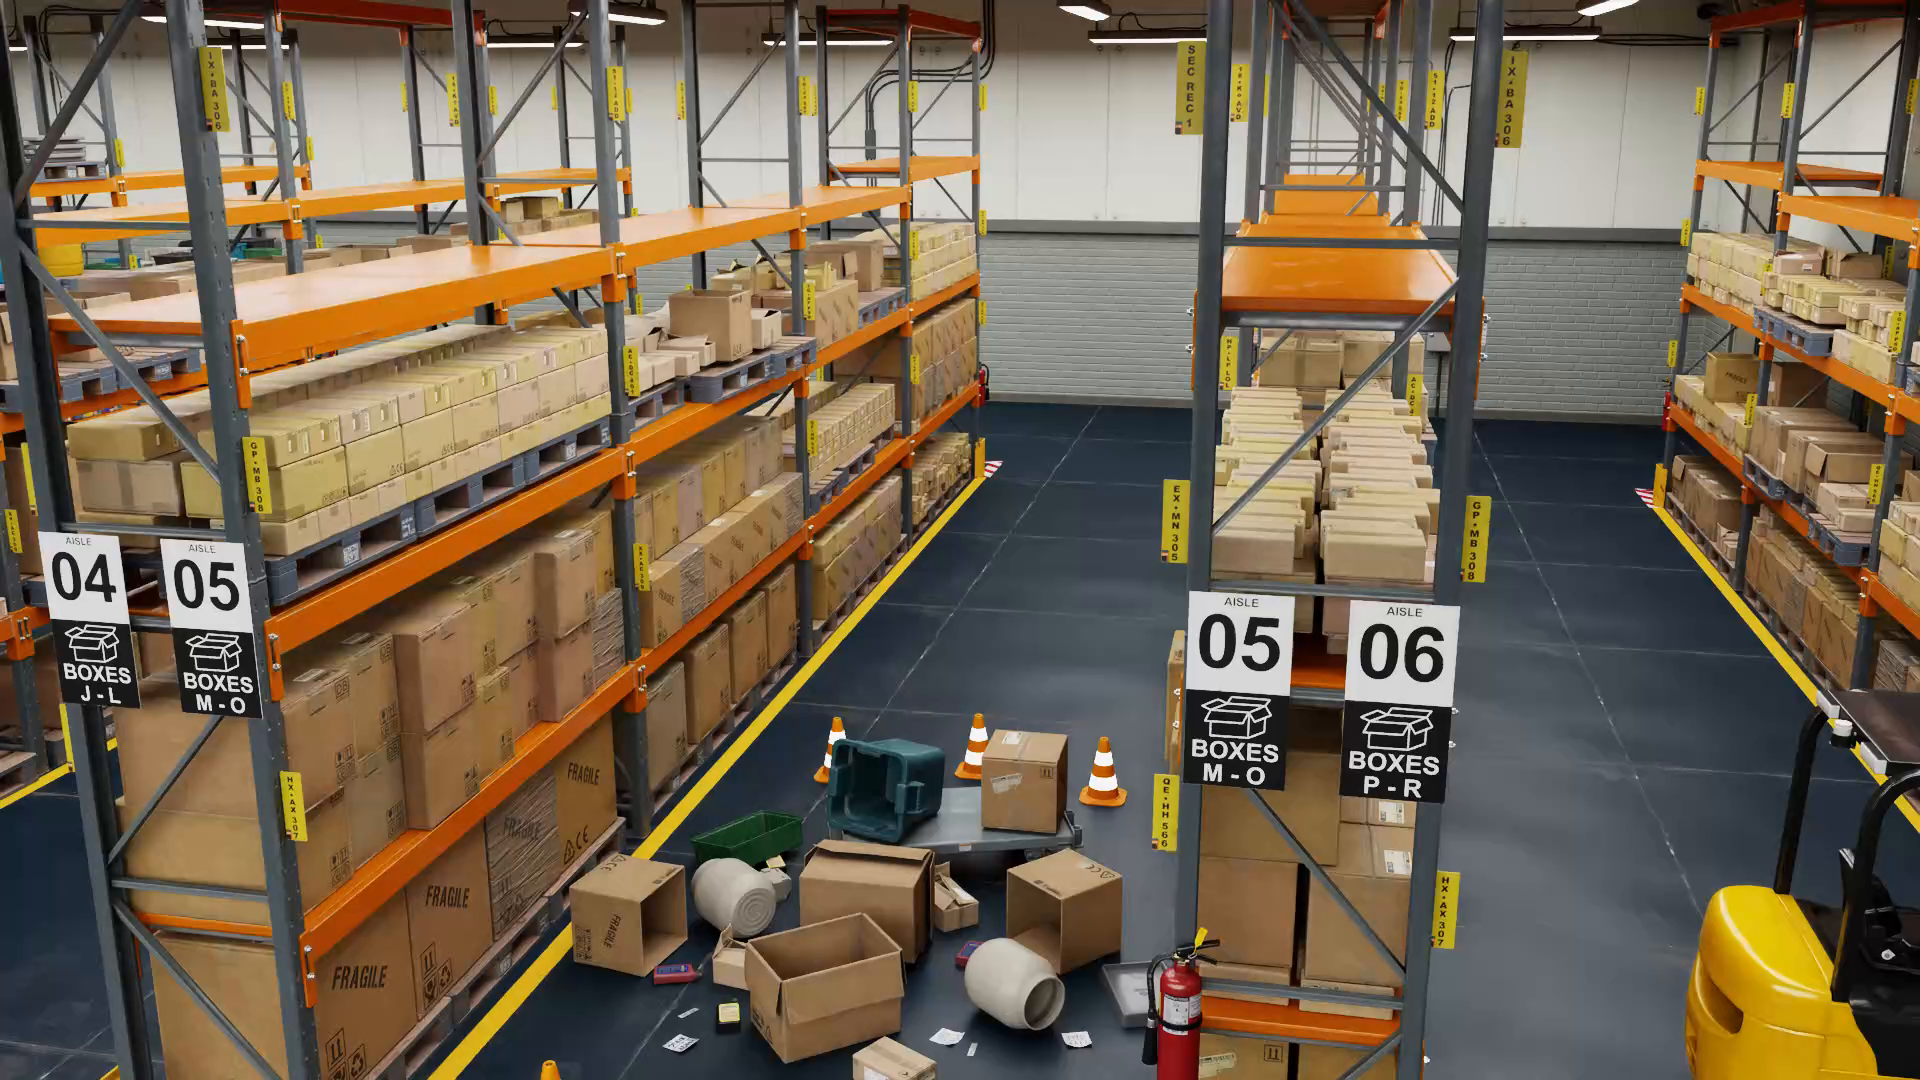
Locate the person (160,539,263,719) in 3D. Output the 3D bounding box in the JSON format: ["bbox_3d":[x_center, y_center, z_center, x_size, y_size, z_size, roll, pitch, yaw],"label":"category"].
[{"bbox_3d":[1.316,-1.450,17.284,12.306,2.400,19.130,-2,15,-8],"label":"person"}]
